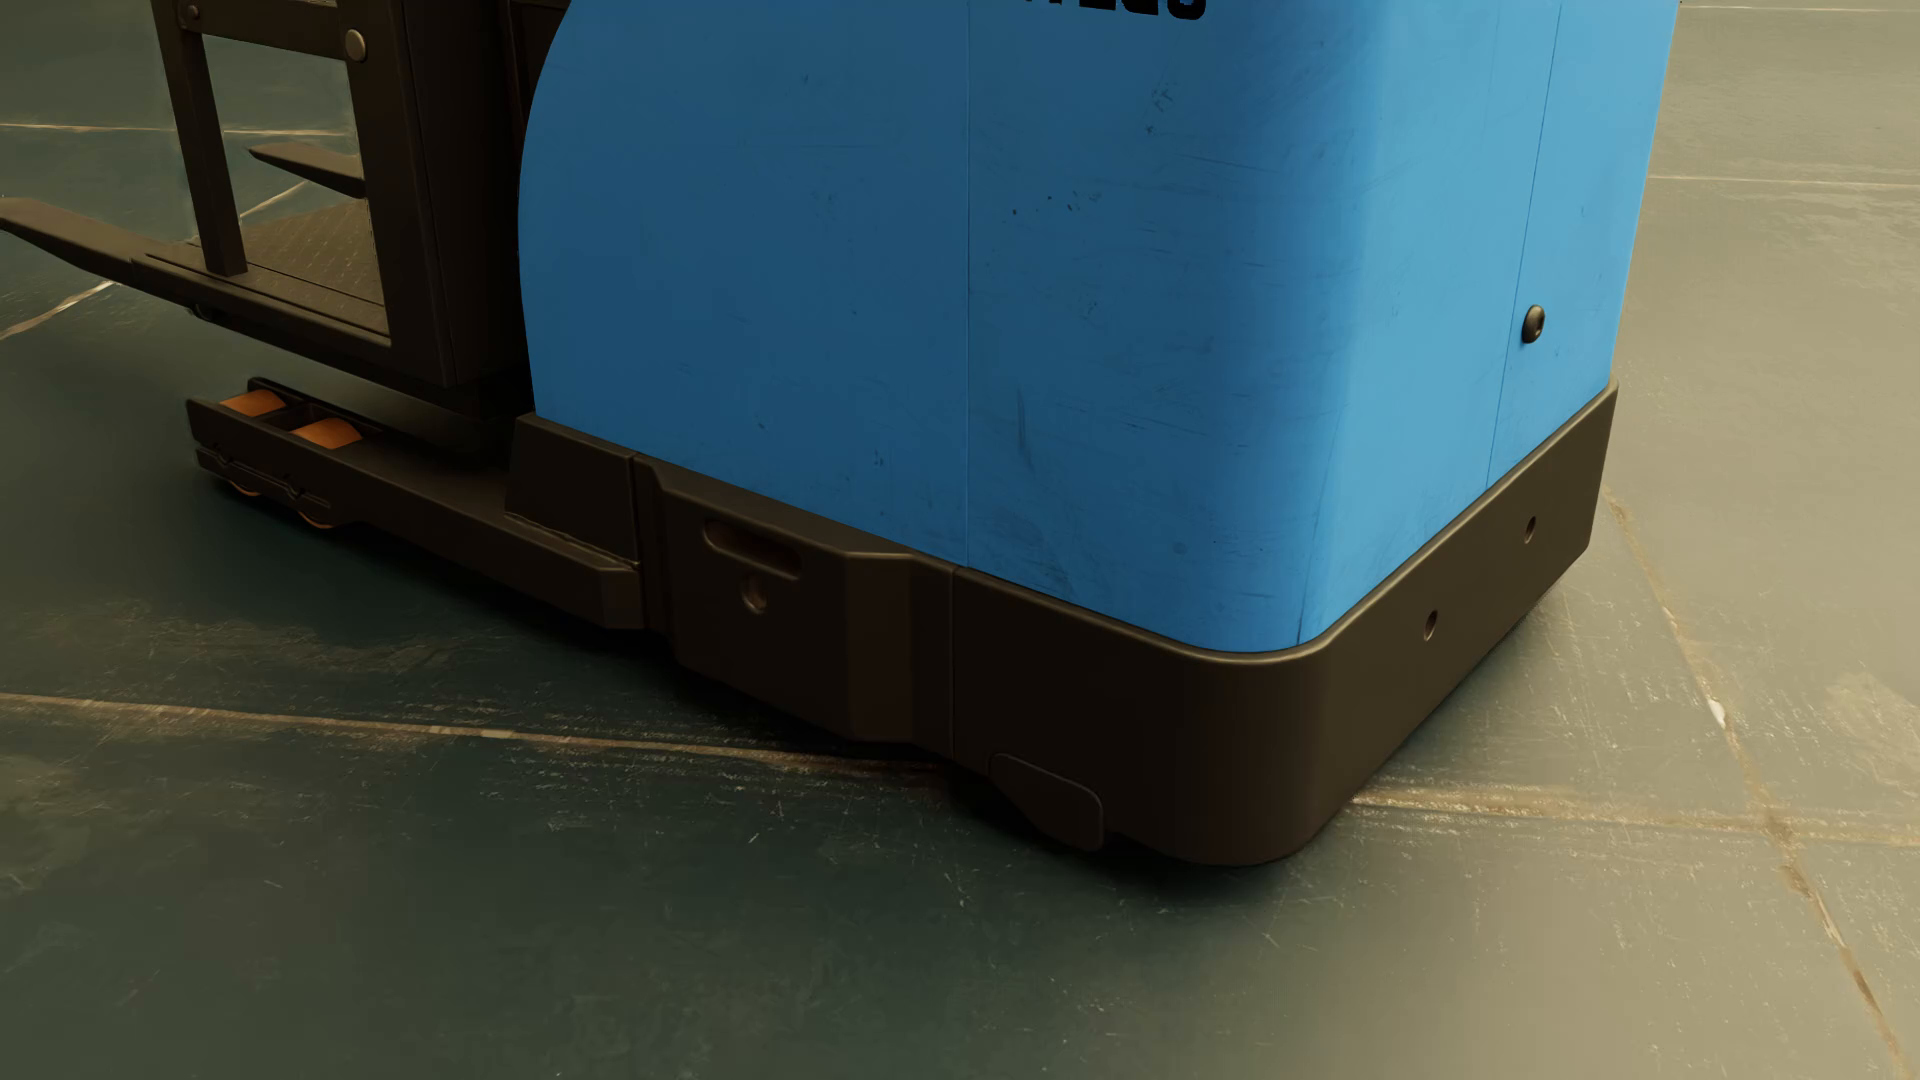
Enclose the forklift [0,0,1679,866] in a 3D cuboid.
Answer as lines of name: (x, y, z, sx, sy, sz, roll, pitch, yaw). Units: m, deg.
forklift: (-0.589, -1.495, 2.214, 3.031, 2.935, 1.130, 19, 32, 33)
